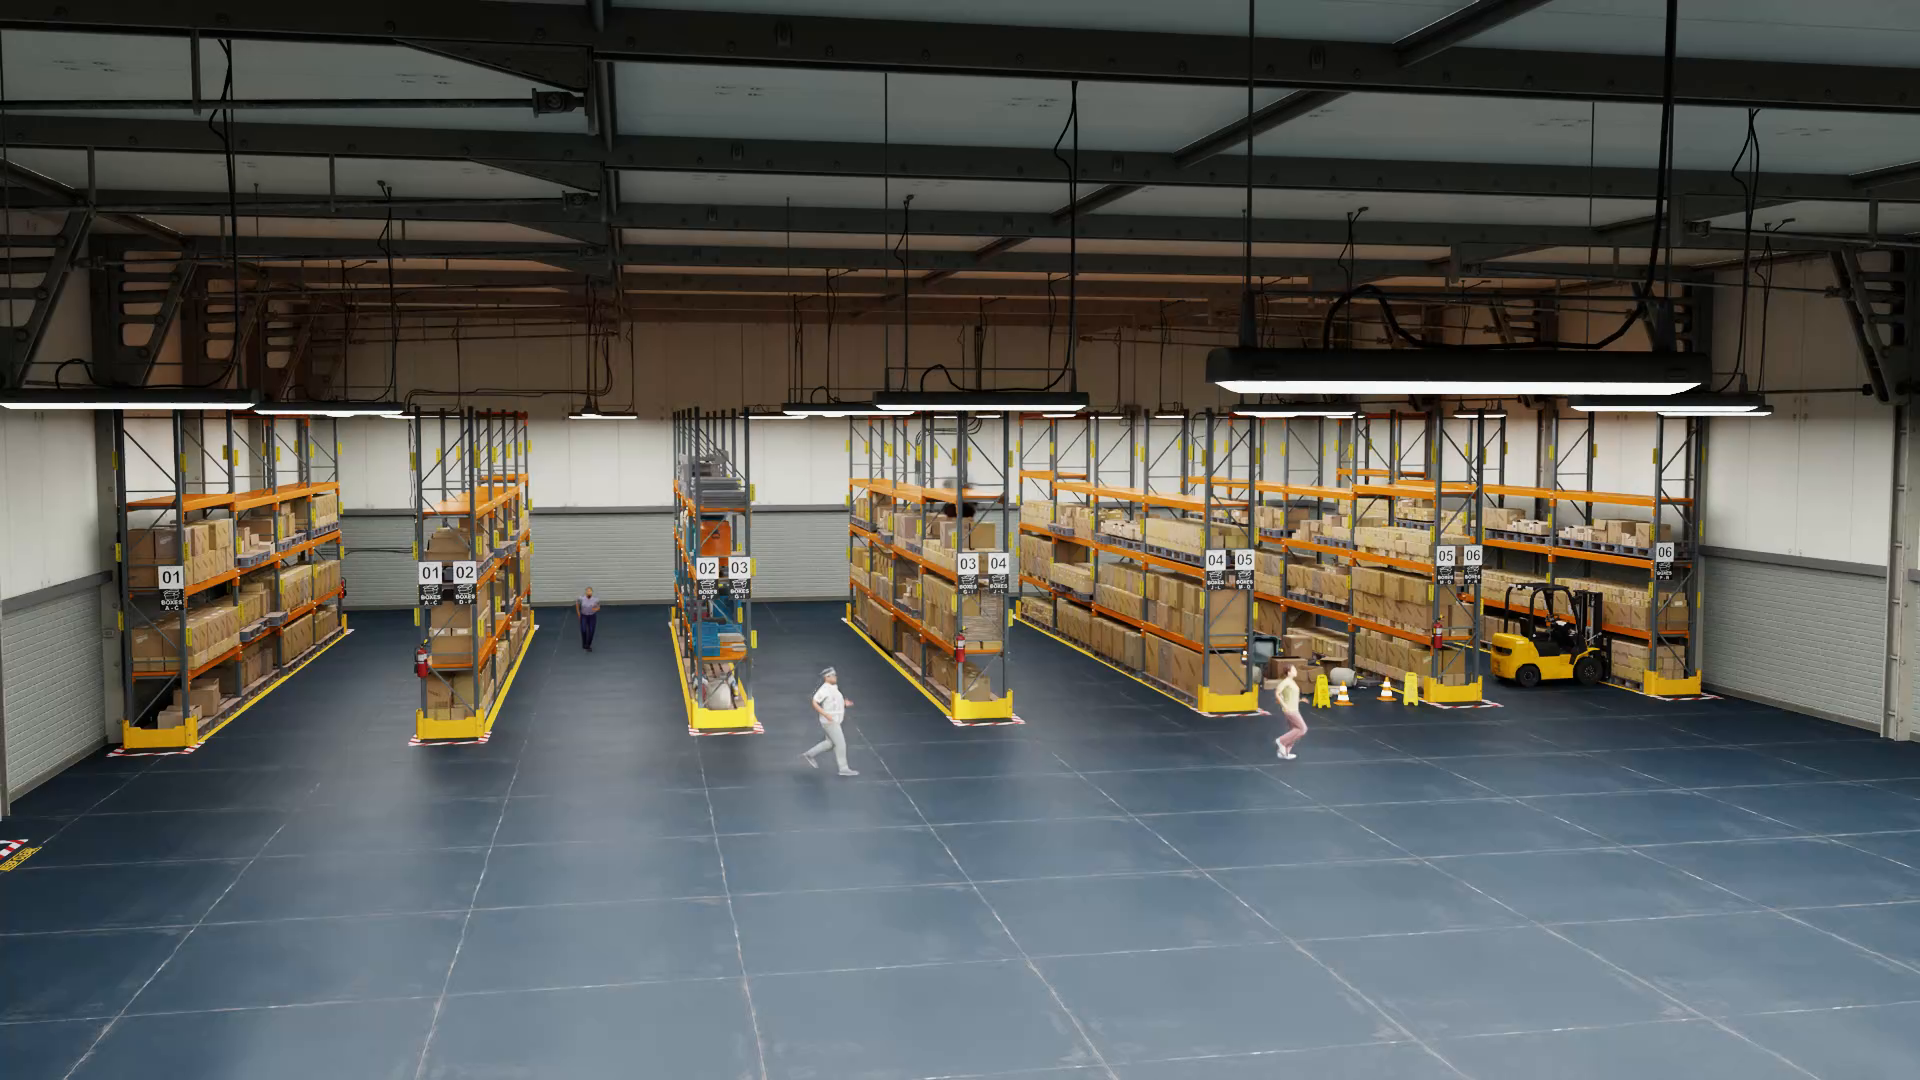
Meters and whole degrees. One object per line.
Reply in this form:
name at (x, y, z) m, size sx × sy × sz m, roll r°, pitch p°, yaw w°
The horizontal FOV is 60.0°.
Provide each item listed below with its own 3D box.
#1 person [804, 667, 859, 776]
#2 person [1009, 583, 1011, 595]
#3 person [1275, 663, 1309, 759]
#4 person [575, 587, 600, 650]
person at (-2.087, 2.916, 26.890) m, size 0.933 × 1.755 × 0.672 m, roll 1°, pitch 4°, yaw 9°
person at (1.081, 1.608, 45.744) m, size 0.670 × 1.770 × 0.840 m, roll -1°, pitch 4°, yaw -11°
person at (5.633, 2.900, 28.154) m, size 0.537 × 1.623 × 0.567 m, roll 2°, pitch 4°, yaw 21°
person at (-9.258, 1.966, 41.404) m, size 0.593 × 1.599 × 0.675 m, roll -1°, pitch 4°, yaw -15°
